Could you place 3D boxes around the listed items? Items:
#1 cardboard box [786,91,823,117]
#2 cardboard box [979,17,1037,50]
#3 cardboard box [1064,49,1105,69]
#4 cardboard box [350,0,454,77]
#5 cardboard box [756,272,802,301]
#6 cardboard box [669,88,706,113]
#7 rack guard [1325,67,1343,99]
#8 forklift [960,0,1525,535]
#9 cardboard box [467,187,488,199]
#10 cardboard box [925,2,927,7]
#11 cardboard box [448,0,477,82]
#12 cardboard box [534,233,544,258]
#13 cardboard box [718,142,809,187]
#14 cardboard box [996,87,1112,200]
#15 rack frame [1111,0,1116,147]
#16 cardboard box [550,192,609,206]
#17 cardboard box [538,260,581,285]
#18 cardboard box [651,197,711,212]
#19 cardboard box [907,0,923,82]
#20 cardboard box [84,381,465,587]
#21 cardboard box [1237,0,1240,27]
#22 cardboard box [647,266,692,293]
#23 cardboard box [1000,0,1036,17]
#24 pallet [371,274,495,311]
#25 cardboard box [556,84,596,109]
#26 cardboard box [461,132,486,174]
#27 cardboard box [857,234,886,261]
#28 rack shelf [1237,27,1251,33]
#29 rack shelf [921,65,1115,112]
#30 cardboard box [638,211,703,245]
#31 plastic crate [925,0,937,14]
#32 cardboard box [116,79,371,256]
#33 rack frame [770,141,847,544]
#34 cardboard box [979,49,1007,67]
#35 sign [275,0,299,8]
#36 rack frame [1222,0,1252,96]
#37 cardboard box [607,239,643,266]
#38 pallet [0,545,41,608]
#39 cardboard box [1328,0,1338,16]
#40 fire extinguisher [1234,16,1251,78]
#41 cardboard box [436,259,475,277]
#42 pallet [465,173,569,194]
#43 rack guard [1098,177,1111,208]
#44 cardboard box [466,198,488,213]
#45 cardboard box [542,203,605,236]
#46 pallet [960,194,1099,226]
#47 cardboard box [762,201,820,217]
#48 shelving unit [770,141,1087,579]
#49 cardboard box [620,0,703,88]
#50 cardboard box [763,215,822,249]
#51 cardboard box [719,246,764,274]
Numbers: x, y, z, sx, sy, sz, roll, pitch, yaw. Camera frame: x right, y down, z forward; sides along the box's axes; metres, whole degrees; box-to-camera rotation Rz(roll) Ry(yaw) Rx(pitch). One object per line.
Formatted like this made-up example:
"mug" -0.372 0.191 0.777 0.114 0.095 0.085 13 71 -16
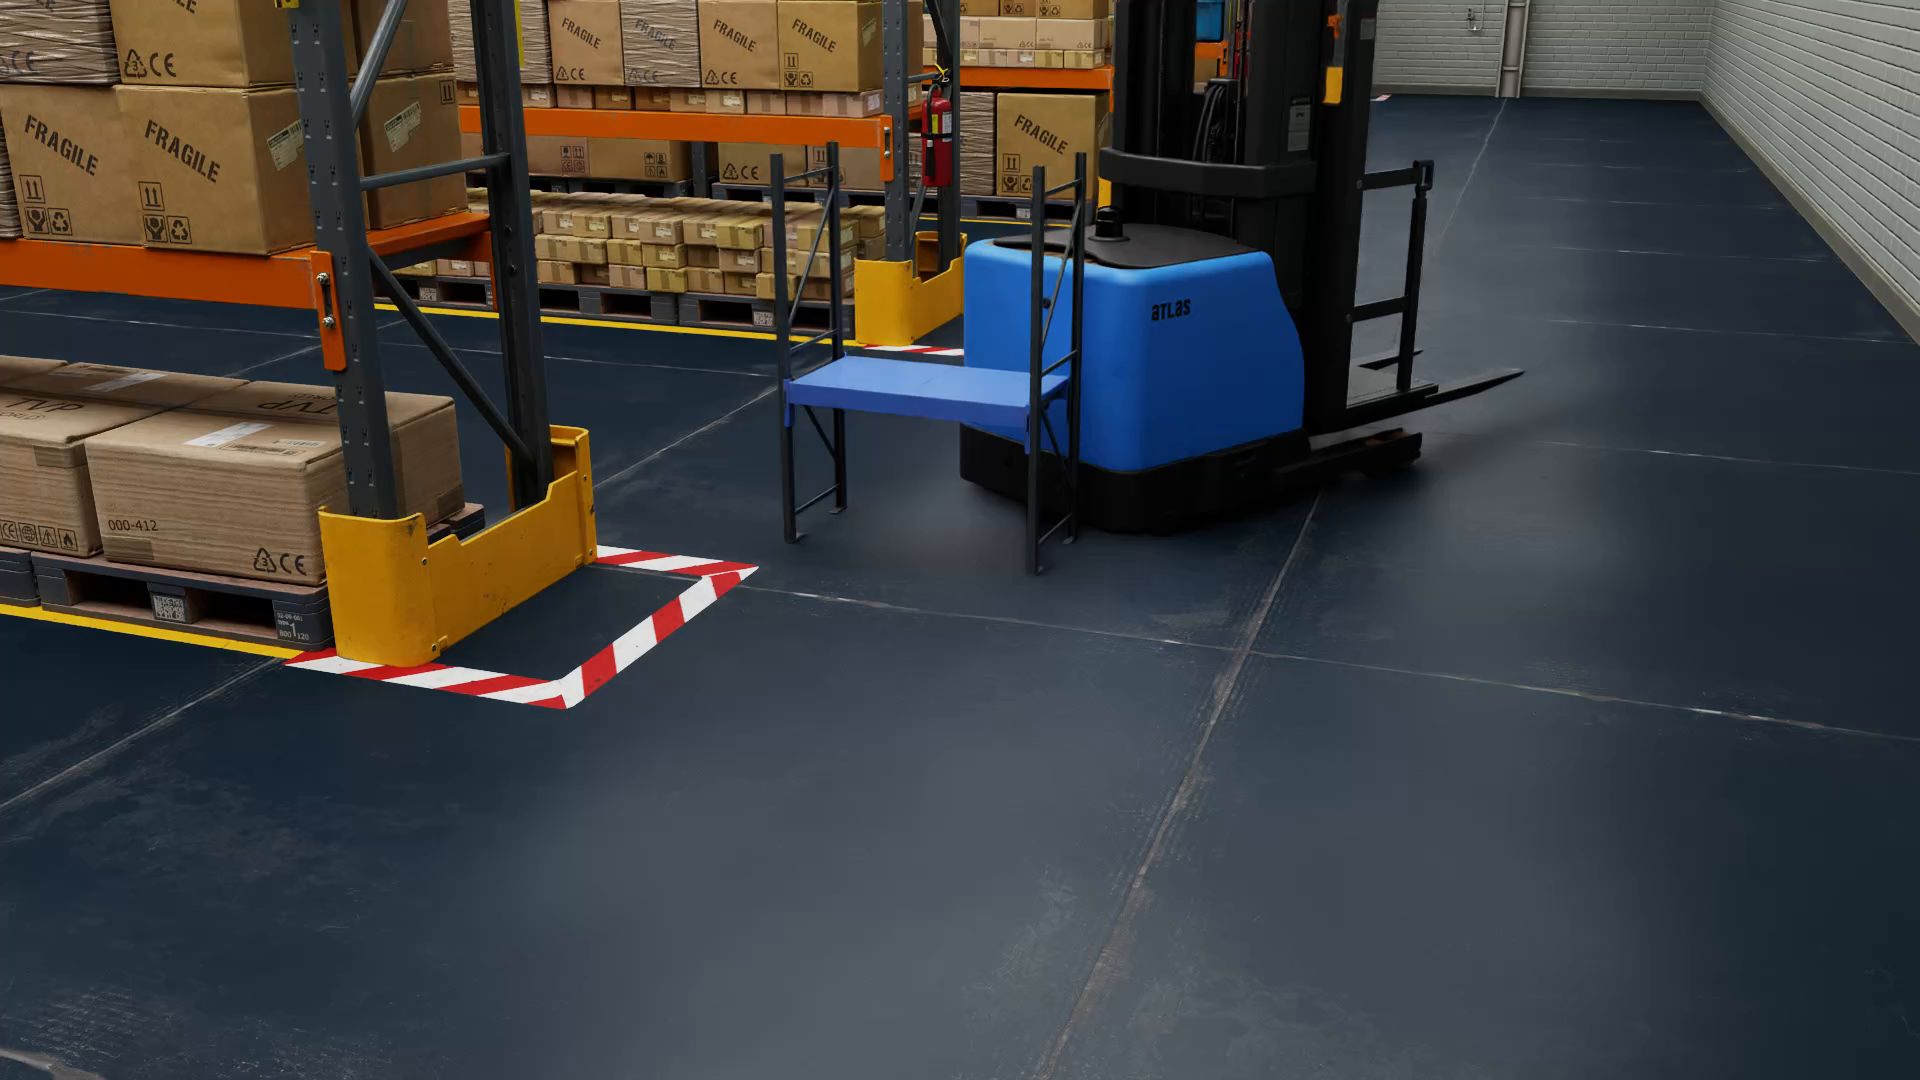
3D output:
"cardboard box" -0.843 -2.616 9.905 0.250 0.149 0.380 6 20 18
"cardboard box" 0.480 -4.374 14.344 0.500 0.250 0.500 6 20 17
"cardboard box" 1.059 -4.097 14.155 0.250 0.149 0.380 7 20 19
"cardboard box" -2.108 -1.858 5.680 0.500 0.500 0.500 6 20 17
"cardboard box" -1.061 -1.589 10.271 0.250 0.149 0.380 7 20 20
"cardboard box" -1.573 -2.696 10.136 0.250 0.149 0.380 6 20 16
"rack guard" 6.403 -7.717 27.956 0.348 0.500 1.175 7 20 18
"forklift" 1.455 -1.785 7.243 3.031 2.935 1.130 -15 24 -37
"cardboard box" -3.322 -2.341 11.524 0.250 0.149 0.380 7 20 19
"cardboard box" -0.709 -8.209 24.779 0.500 0.500 0.700 1 19 4
"cardboard box" -3.143 -3.185 10.553 0.500 0.500 0.500 7 20 18
"cardboard box" -2.744 -1.953 10.863 0.250 0.149 0.380 8 21 21
"cardboard box" -1.678 -3.811 15.542 0.875 0.875 0.875 7 20 18
"cardboard box" 0.873 -3.519 14.705 0.875 0.875 0.875 7 20 18
"rack frame" 1.504 -4.280 14.297 0.127 3.000 1.000 7 20 18
"cardboard box" -2.579 -2.264 11.302 0.250 0.149 0.380 6 20 15
"cardboard box" -2.520 -1.766 10.779 0.250 0.149 0.380 6 20 17
"cardboard box" -1.853 -2.180 11.062 0.250 0.149 0.380 7 20 19
"cardboard box" -0.553 -3.071 10.225 0.500 0.500 0.500 8 21 21
"cardboard box" -2.405 -0.227 5.926 0.875 0.438 0.875 6 20 16
"cardboard box" 3.755 -7.426 23.170 0.500 0.500 0.500 7 20 19
"cardboard box" -1.782 -1.675 10.518 0.250 0.149 0.380 6 20 16
"cardboard box" 0.667 -4.893 14.694 0.500 0.500 0.500 6 20 17
"pallet" -3.352 -1.802 11.426 1.213 0.211 1.003 7 20 18
"cardboard box" -2.309 -2.788 10.399 0.250 0.149 0.380 7 21 20
"cardboard box" -4.569 -4.159 16.542 0.875 0.875 1.225 7 20 18
"cardboard box" -0.630 -1.878 10.647 0.250 0.149 0.380 7 21 20
"rack shelf" 2.869 -7.236 23.871 4.000 0.370 1.077 7 20 18
"rack shelf" -0.386 -4.156 15.036 4.000 0.370 1.077 7 20 18
"cardboard box" -1.803 -1.953 10.411 0.250 0.149 0.380 7 21 20
"plastic crate" -0.096 -6.328 20.107 0.575 0.384 0.392 7 20 18
"cardboard box" -2.291 -1.216 5.355 0.500 0.500 0.500 7 20 18
"rack frame" -0.583 -0.771 6.509 0.032 1.500 0.500 8 21 21
"cardboard box" 0.340 -4.180 14.392 0.250 0.149 0.380 7 20 19
"sign" -1.940 -1.690 4.749 0.005 0.325 0.100 7 20 18
"rack frame" 3.129 -5.820 18.715 0.127 3.000 1.000 7 20 18
"cardboard box" -2.033 -1.851 10.569 0.250 0.149 0.380 8 21 21
"pallet" -3.678 -0.076 6.475 1.213 0.211 1.003 7 20 18
"cardboard box" 5.895 -9.094 27.652 0.700 0.700 0.980 7 21 21
"fire extinguisher" 3.122 -5.450 18.337 0.183 0.674 0.296 7 20 18
"cardboard box" -3.256 -1.854 11.032 0.250 0.149 0.380 6 20 18
"pallet" -4.185 -3.586 16.544 1.213 0.211 1.003 7 20 18
"rack guard" 1.526 -3.097 14.701 0.348 0.500 1.175 7 20 18
"cardboard box" -3.245 -2.152 10.982 0.250 0.149 0.380 6 20 17
"cardboard box" -2.493 -2.074 10.759 0.250 0.149 0.380 6 20 16
"pallet" 0.723 -3.025 14.934 1.213 0.211 1.003 7 20 18
"cardboard box" -1.099 -2.103 10.843 0.250 0.149 0.380 6 20 18
"shelving unit" -0.113 -0.707 6.326 1.048 1.500 0.538 8 21 21
"cardboard box" -1.695 -3.014 10.062 0.500 0.500 0.500 7 20 18
"cardboard box" -1.021 -1.905 10.274 0.250 0.149 0.380 7 20 19
"cardboard box" -1.303 -1.765 10.324 0.250 0.149 0.380 6 20 16
